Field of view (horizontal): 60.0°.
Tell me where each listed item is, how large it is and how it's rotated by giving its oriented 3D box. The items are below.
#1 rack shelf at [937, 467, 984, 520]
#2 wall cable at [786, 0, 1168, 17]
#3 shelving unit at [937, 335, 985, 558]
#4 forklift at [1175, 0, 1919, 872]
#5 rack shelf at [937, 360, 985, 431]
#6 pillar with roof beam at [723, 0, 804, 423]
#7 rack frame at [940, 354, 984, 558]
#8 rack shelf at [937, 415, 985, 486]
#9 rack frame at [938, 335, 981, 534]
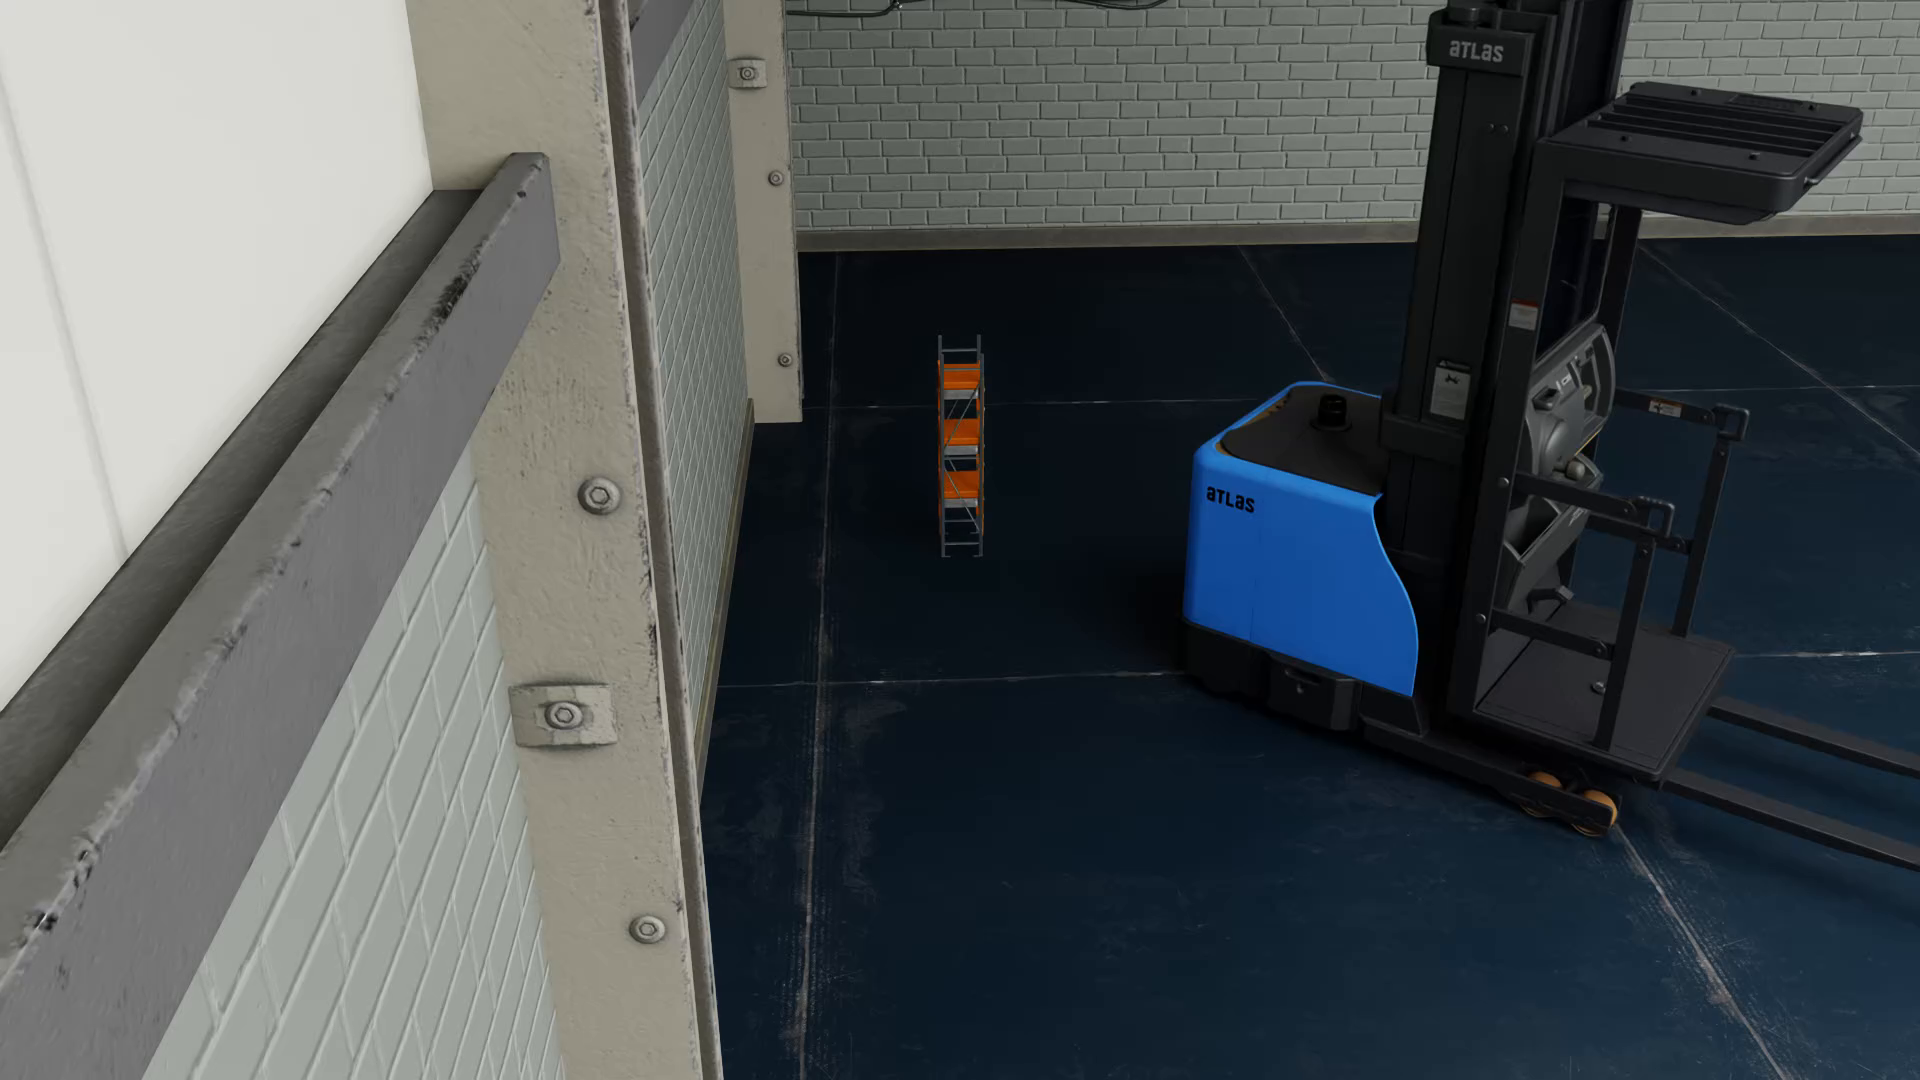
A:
[{"bbox_3d":[0.003,-0.185,8.093,0.215,0.259,0.240,-1,28,-3],"label":"rack shelf"},{"bbox_3d":[0.095,-4.772,11.026,3.097,2.526,0.112,-1,28,-3],"label":"wall cable"},{"bbox_3d":[0.003,-0.441,7.960,0.215,1.050,0.252,-1,28,-3],"label":"shelving unit"},{"bbox_3d":[2.407,-0.483,6.007,3.031,2.935,1.130,19,33,32],"label":"forklift"},{"bbox_3d":[0.003,-0.683,7.833,0.215,0.259,0.240,-1,28,-3],"label":"rack shelf"},{"bbox_3d":[3.227,-4.860,7.838,9.100,9.000,0.400,-1,28,-3],"label":"pillar with roof beam"},{"bbox_3d":[0.009,-0.384,7.852,0.200,1.050,0.008,-1,28,-3],"label":"rack frame"},{"bbox_3d":[0.003,-0.431,7.965,0.215,0.259,0.240,-1,28,-3],"label":"rack shelf"},{"bbox_3d":[-0.004,-0.497,8.068,0.200,1.050,0.008,-1,28,-3],"label":"rack frame"}]
